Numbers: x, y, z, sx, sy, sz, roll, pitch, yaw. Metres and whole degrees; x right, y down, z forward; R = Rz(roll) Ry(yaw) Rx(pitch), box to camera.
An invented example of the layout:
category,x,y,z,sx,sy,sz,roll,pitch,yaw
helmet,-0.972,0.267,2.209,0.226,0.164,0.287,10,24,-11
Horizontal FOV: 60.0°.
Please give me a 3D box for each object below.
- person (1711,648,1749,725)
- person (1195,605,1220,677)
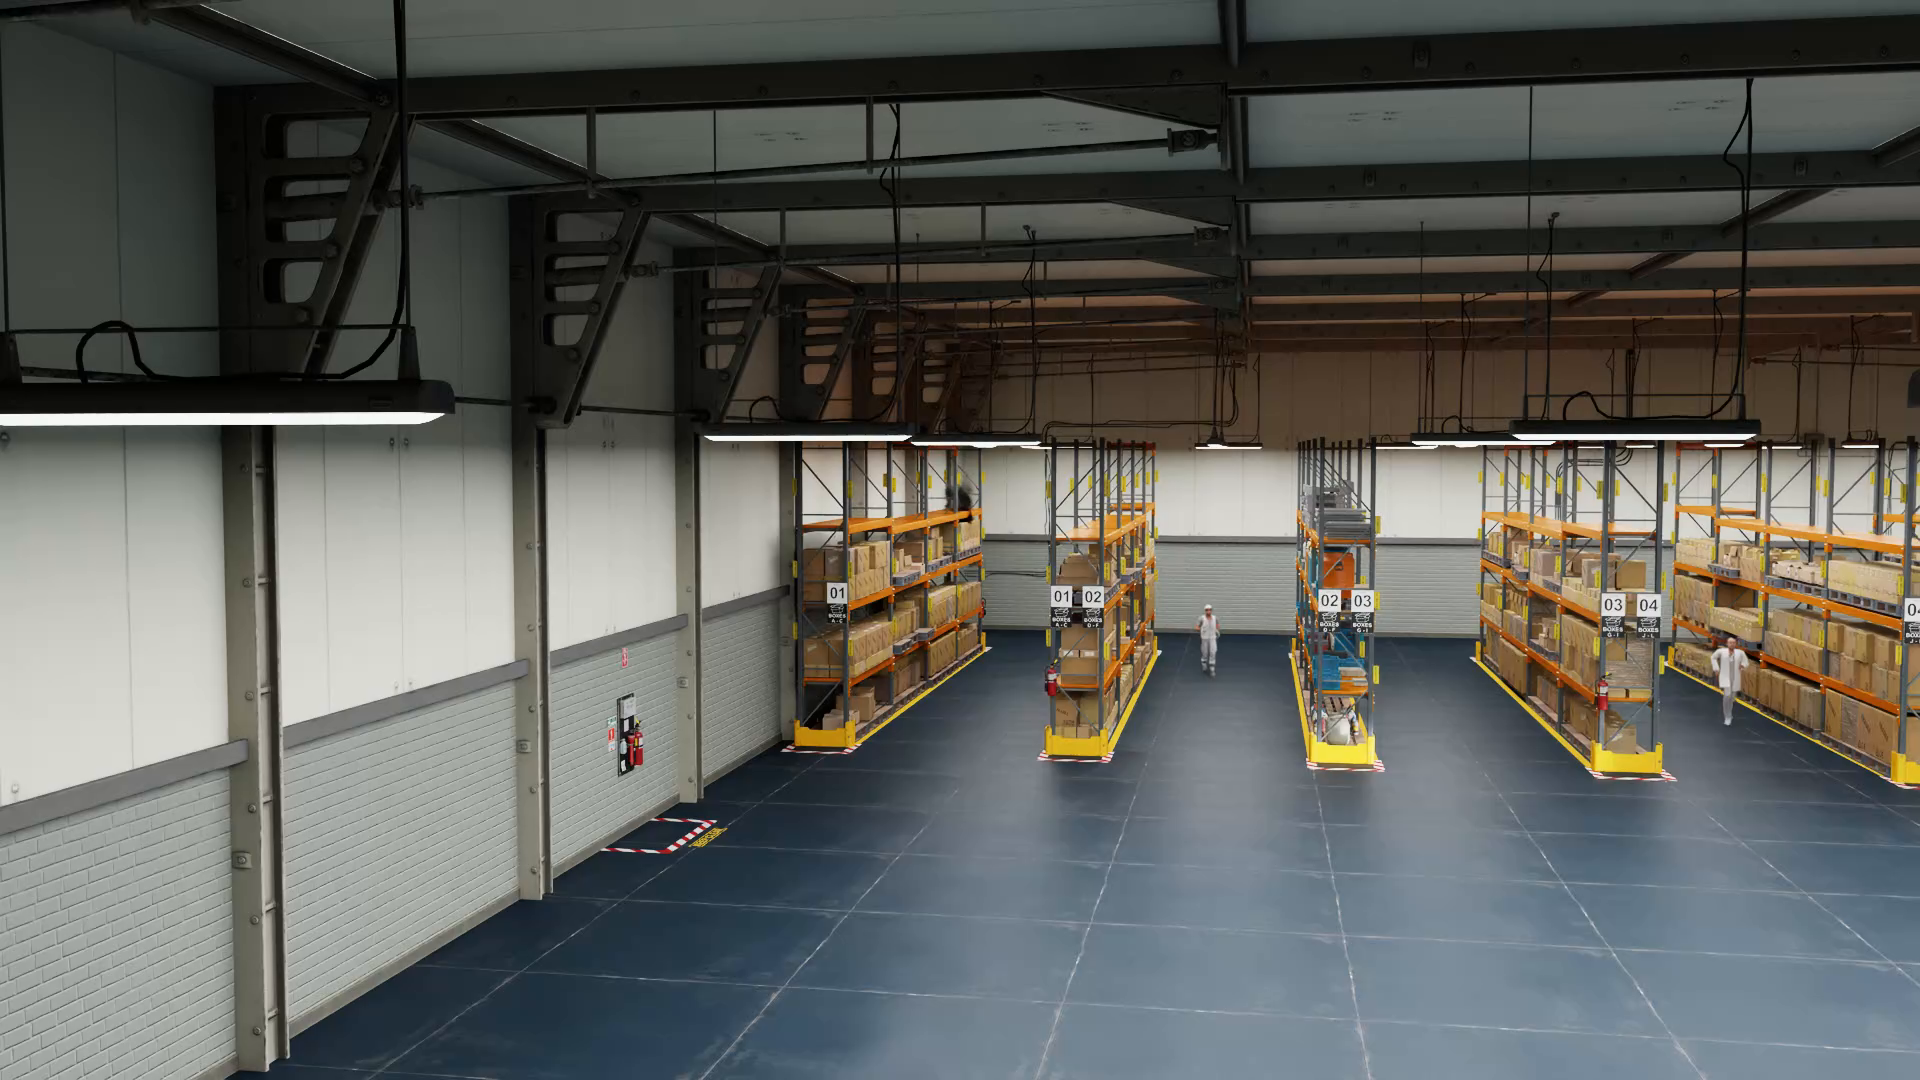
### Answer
category,x,y,z,sx,sy,sz,roll,pitch,yaw
person,16.315,3.078,35.228,0.689,1.635,0.831,1,3,10
person,6.343,2.551,42.557,0.655,1.791,0.990,0,3,-1
